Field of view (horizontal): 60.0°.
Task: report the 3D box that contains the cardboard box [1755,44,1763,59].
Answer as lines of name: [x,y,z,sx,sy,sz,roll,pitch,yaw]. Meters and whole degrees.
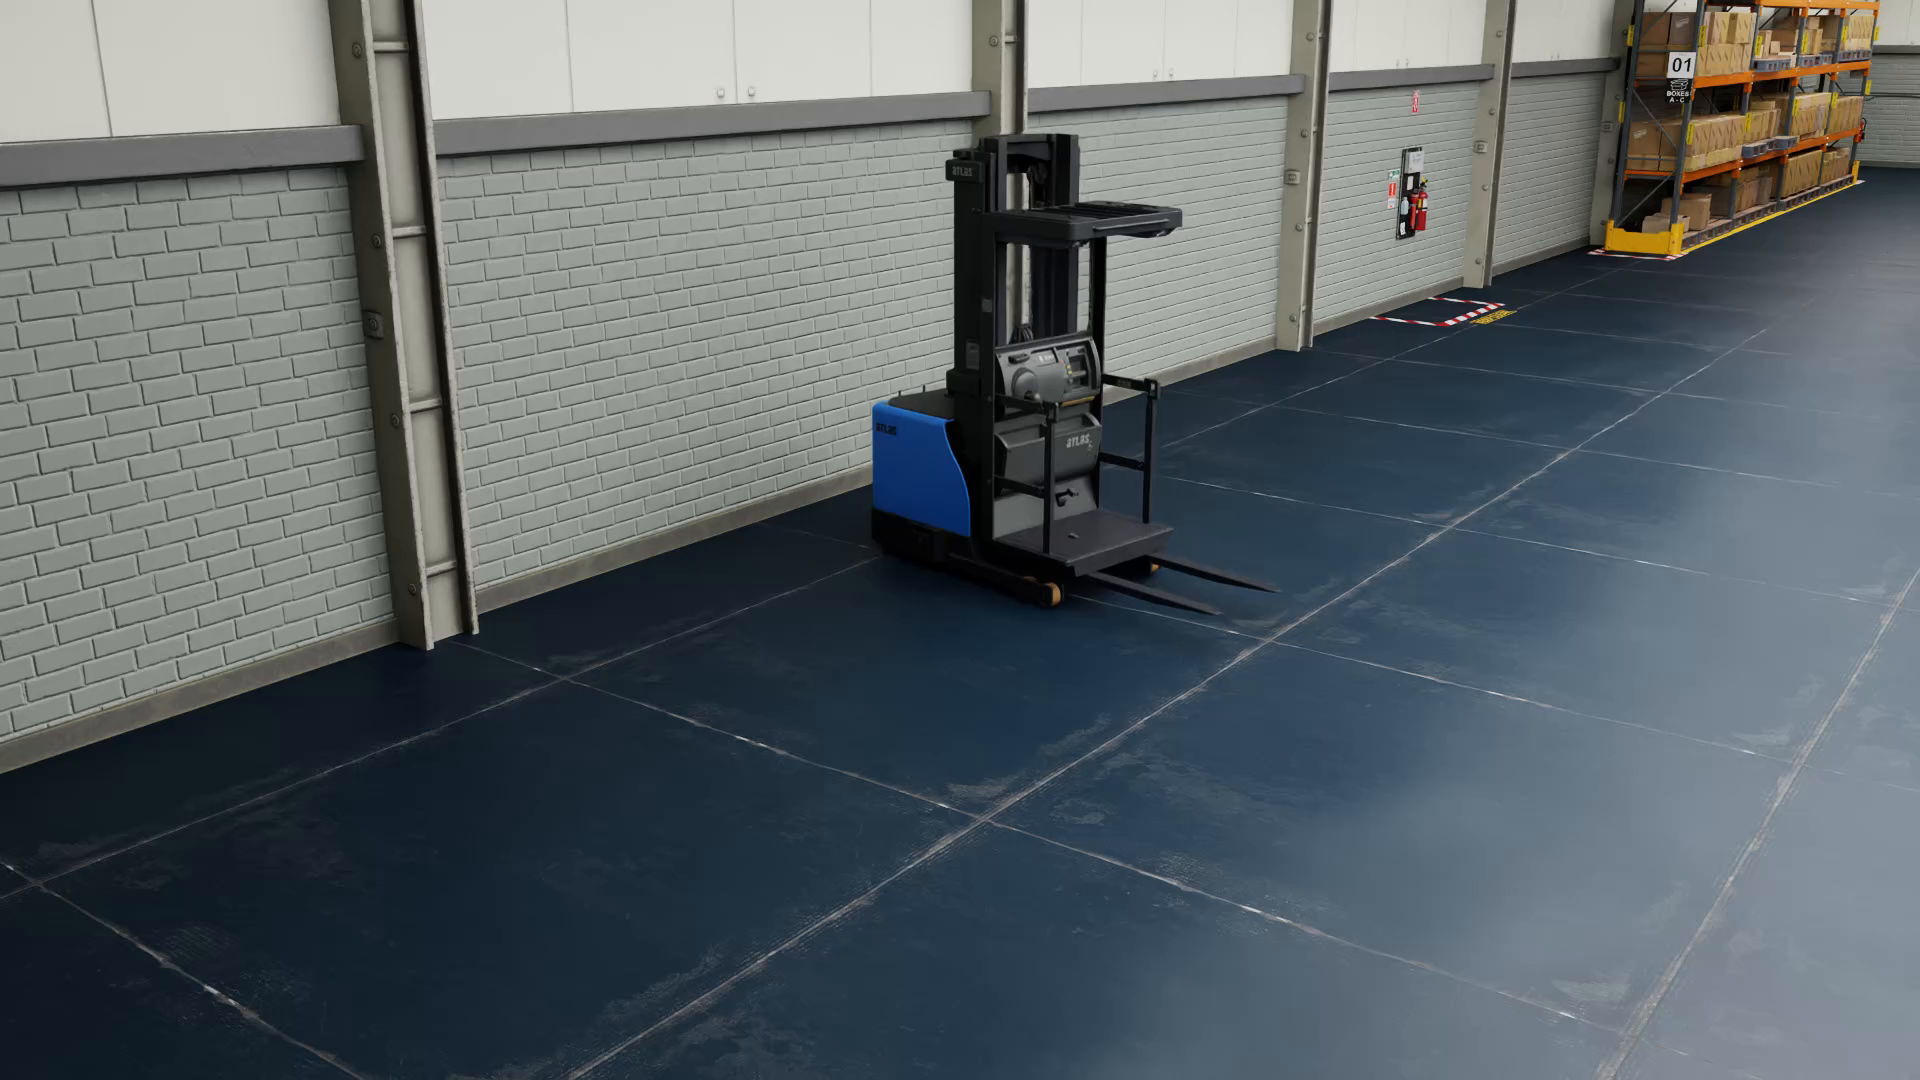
cardboard box: [14.478,-9.039,30.677,0.500,0.311,0.500,13,22,36]

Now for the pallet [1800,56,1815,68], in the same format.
pallet: [16.445,-9.643,33.500,1.213,0.211,1.003,14,22,37]

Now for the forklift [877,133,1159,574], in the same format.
forklift: [24.547,-3.614,18.562,46.598,3.159,24.390,-16,23,-41]

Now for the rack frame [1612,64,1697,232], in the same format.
rack frame: [11.338,-6.233,27.257,1.000,3.000,0.127,12,21,35]

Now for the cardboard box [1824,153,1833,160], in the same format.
cardboard box: [19.366,-8.617,37.347,0.380,0.149,0.250,13,22,37]

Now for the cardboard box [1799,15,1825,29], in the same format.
cardboard box: [18.716,-11.266,36.518,0.500,0.500,0.500,12,21,34]

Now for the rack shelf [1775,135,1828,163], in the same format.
rack shelf: [17.296,-8.271,35.034,1.077,0.370,4.000,12,21,35]

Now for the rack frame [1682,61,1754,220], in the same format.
rack frame: [13.721,-7.186,30.325,1.000,3.000,0.127,12,21,35]

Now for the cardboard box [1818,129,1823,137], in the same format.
cardboard box: [18.382,-8.786,35.868,0.380,0.149,0.250,13,21,36]

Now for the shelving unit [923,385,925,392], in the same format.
shelving unit: [-0.291,-0.611,12.440,0.249,1.050,0.215,-16,23,-41]

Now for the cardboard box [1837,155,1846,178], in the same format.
cardboard box: [20.236,-8.747,38.860,0.700,0.500,0.500,12,21,35]

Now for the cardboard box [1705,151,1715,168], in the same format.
cardboard box: [12.490,-6.477,28.264,0.500,0.250,0.500,12,21,34]

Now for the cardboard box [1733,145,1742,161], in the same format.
cardboard box: [13.682,-6.957,29.809,0.500,0.250,0.500,12,21,35]

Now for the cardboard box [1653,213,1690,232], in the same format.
cardboard box: [12.162,-5.444,28.507,0.500,0.311,0.500,15,22,39]

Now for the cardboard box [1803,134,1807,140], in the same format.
cardboard box: [17.554,-8.494,34.928,0.380,0.149,0.250,13,22,36]

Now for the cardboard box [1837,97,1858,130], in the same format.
cardboard box: [20.151,-9.889,38.523,0.980,0.700,0.700,12,21,34]

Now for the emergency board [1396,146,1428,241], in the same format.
emergency board: [5.982,-4.542,21.811,0.194,1.169,0.643,12,21,35]

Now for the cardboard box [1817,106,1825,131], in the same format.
cardboard box: [18.119,-9.013,35.505,0.500,0.500,0.500,13,21,35]

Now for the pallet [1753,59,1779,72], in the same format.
pallet: [14.174,-8.657,30.321,1.213,0.211,1.003,12,21,35]

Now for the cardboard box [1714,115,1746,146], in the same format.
cardboard box: [13.688,-7.314,29.695,0.500,0.500,0.500,12,21,35]

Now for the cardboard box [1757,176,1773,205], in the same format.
cardboard box: [15.717,-6.974,33.117,0.700,0.500,0.500,13,21,35]

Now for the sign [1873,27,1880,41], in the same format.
sign: [21.299,-11.762,38.645,0.100,0.325,0.005,12,21,35]

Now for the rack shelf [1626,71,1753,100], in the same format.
rack shelf: [12.529,-7.798,28.453,1.077,0.370,4.000,12,21,35]

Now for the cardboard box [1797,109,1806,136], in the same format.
cardboard box: [16.919,-8.531,33.954,0.500,0.500,0.500,13,22,36]

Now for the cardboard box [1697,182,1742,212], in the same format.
cardboard box: [14.414,-6.512,31.629,0.700,0.500,0.500,12,21,34]

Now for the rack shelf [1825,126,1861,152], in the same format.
rack shelf: [19.679,-9.224,38.102,1.077,0.370,4.000,12,21,35]

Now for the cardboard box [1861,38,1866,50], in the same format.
cardboard box: [20.339,-11.307,37.916,0.500,0.250,0.500,11,21,33]

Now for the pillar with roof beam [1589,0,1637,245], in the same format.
pillar with roof beam: [14.517,-8.657,24.947,9.100,9.000,0.400,12,21,35]

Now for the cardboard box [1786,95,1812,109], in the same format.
cardboard box: [17.196,-9.006,34.220,0.500,0.250,0.500,13,21,35]

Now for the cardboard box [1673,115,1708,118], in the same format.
cardboard box: [12.962,-7.284,29.597,0.500,0.500,0.500,12,21,34]

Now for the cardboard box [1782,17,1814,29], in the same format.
cardboard box: [17.541,-10.819,34.793,0.500,0.250,0.500,12,21,33]

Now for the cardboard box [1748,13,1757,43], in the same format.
cardboard box: [13.640,-8.986,29.176,0.500,0.500,0.500,10,20,30]

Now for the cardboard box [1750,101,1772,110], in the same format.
cardboard box: [15.743,-8.539,32.680,0.380,0.149,0.250,9,19,26]

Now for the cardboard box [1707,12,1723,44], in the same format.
cardboard box: [12.102,-8.360,27.159,0.500,0.500,0.500,12,21,34]

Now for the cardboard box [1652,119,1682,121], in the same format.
cardboard box: [12.060,-6.921,28.427,0.500,0.500,0.500,12,21,33]

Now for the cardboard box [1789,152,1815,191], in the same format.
cardboard box: [17.678,-7.875,35.461,0.750,0.750,0.750,13,22,36]

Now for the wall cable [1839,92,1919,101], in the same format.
wall cable: [24.528,-12.710,43.234,3.097,2.526,0.112,12,21,35]

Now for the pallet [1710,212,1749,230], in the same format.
pallet: [14.184,-6.040,31.337,1.003,0.211,1.213,12,21,35]

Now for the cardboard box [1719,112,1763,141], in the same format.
cardboard box: [14.758,-7.853,31.563,0.700,0.500,0.500,16,24,42]

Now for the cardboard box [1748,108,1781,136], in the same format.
cardboard box: [15.832,-8.283,32.947,0.700,0.500,0.500,10,20,28]

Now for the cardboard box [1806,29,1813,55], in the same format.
cardboard box: [17.245,-10.339,34.512,0.700,0.500,0.500,12,21,35]

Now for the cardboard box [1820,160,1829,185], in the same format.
cardboard box: [19.016,-8.258,37.285,0.700,0.500,0.500,13,21,35]

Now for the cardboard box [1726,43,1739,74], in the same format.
cardboard box: [13.007,-8.255,28.507,0.500,0.500,0.500,11,21,33]

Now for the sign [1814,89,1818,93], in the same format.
sign: [20.429,-10.595,39.709,0.100,0.325,0.005,12,21,35]

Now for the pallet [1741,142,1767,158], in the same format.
pallet: [14.293,-7.250,30.857,1.003,0.211,1.213,12,21,35]

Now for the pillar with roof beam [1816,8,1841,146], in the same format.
pillar with roof beam: [25.242,-12.944,38.752,9.100,9.000,0.400,12,21,35]

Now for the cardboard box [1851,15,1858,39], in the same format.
cardboard box: [19.439,-11.302,36.635,0.500,0.500,0.500,12,21,34]

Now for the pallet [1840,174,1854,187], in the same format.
pallet: [20.457,-8.508,39.285,1.003,0.211,1.213,12,21,35]

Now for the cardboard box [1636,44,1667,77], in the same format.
cardboard box: [21.962,-7.024,24.562,20.217,0.510,10.029,14,22,39]

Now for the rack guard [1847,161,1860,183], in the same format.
rack guard: [20.885,-8.856,39.918,1.175,0.500,0.348,12,21,35]

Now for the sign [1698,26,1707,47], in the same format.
sign: [11.773,-7.987,26.374,0.100,0.325,0.005,12,21,35]

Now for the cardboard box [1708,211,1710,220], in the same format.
cardboard box: [13.426,-5.910,30.253,0.380,0.166,0.250,9,20,28]

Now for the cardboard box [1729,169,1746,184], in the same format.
cardboard box: [14.713,-6.968,31.834,0.500,0.250,0.500,12,21,33]

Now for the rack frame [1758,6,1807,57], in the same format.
rack frame: [16.104,-11.003,32.503,1.000,3.000,0.127,12,21,35]
